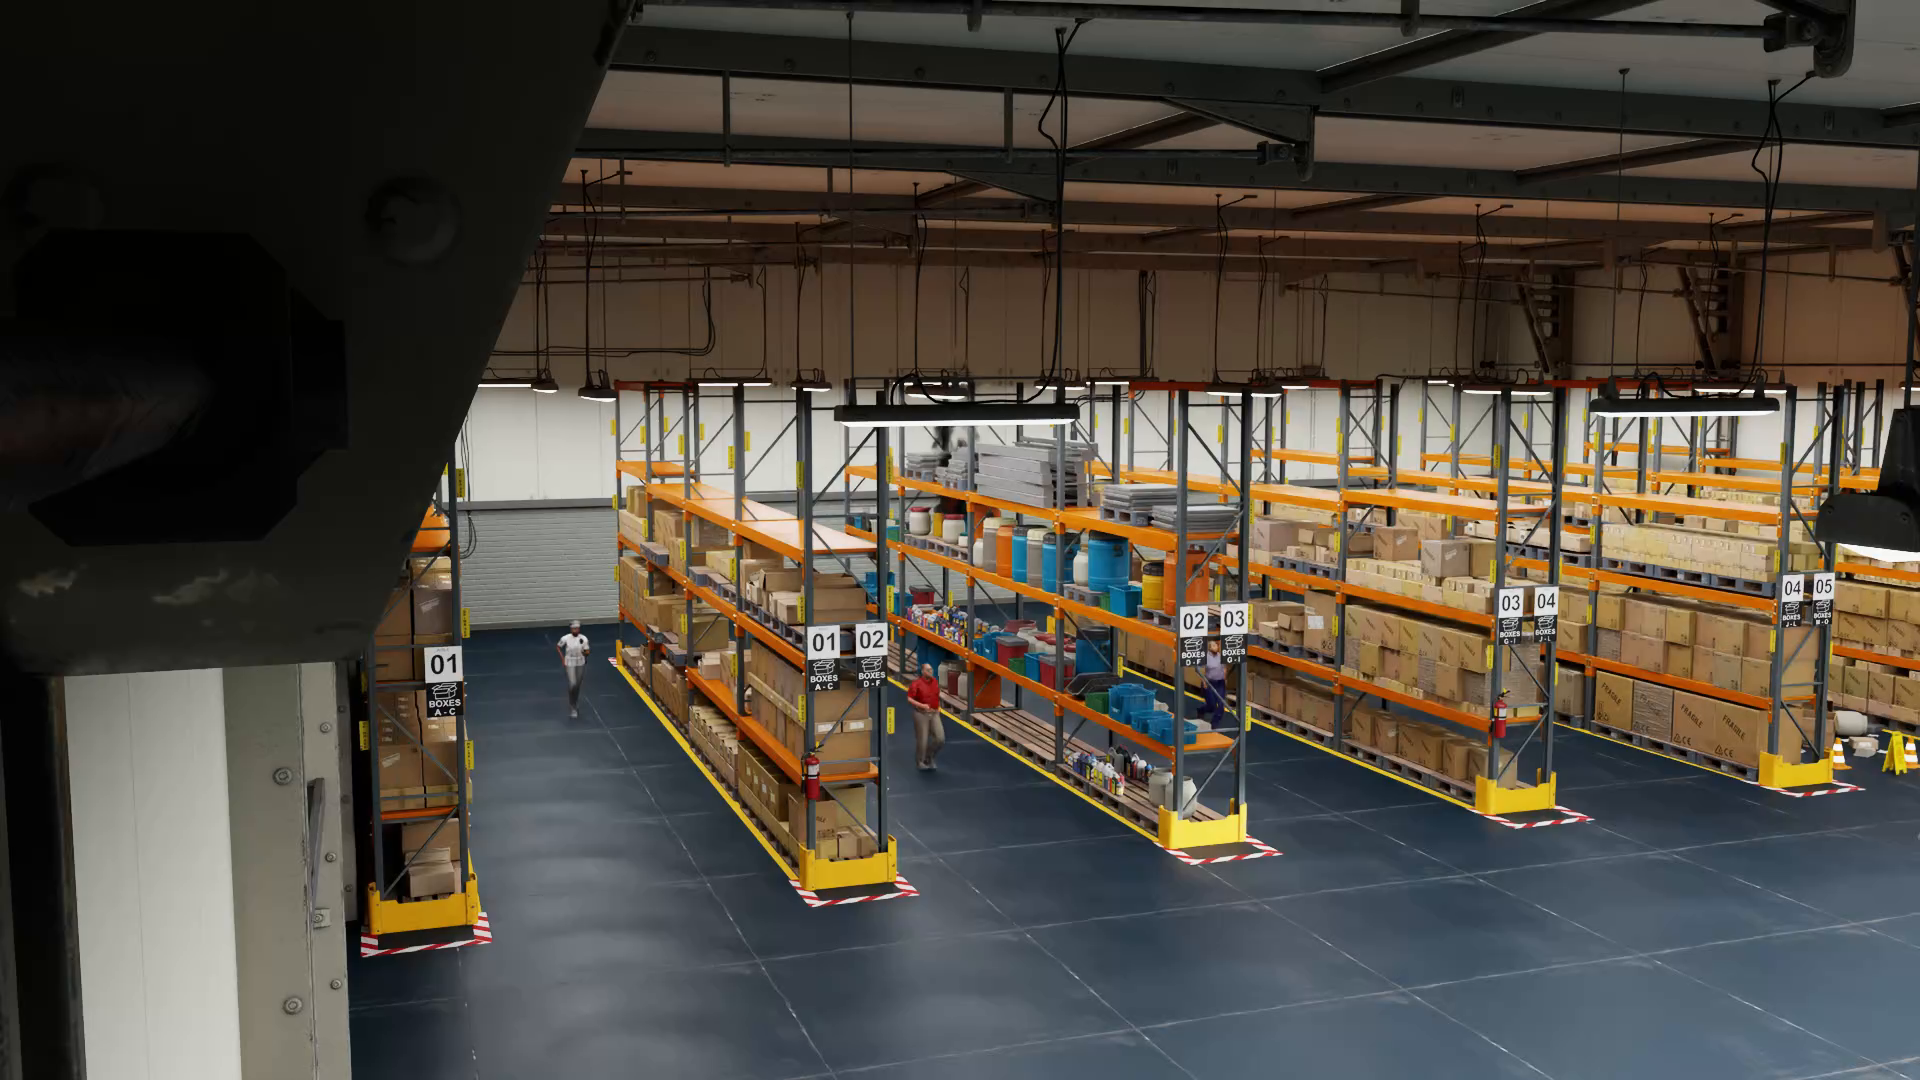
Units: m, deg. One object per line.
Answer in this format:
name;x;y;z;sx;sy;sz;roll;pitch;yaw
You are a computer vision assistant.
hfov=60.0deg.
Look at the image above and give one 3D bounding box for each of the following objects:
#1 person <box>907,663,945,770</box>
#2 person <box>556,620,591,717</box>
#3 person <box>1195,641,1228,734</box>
person;-0.499;2.766;25.822;0.662;1.709;0.643;-4;7;-32
person;-6.976;2.318;30.137;0.558;1.755;0.758;-3;7;-29
person;4.357;2.515;28.727;0.614;1.609;0.575;-2;6;-21
